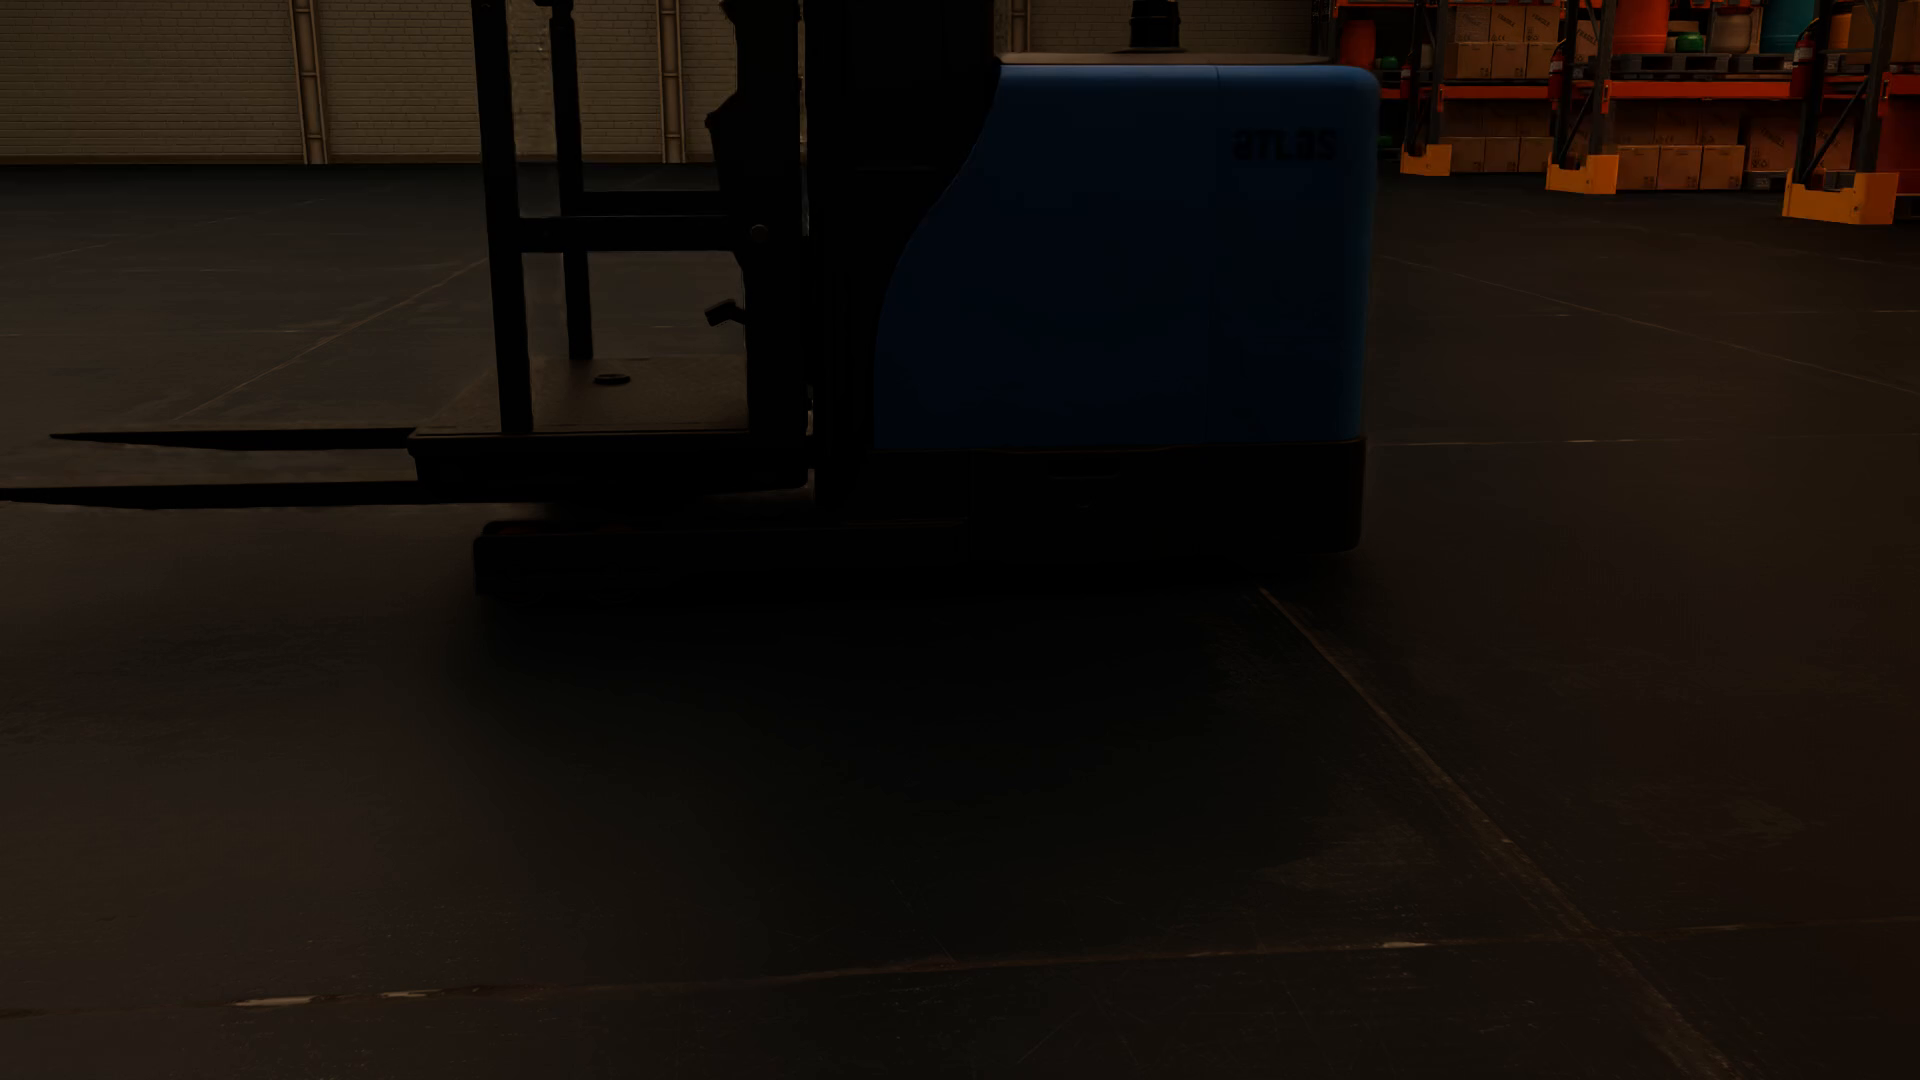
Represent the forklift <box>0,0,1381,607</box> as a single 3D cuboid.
[{"bbox_3d":[-0.672,-1.420,3.574,3.031,2.935,1.130,-1,15,-5],"label":"forklift"}]
